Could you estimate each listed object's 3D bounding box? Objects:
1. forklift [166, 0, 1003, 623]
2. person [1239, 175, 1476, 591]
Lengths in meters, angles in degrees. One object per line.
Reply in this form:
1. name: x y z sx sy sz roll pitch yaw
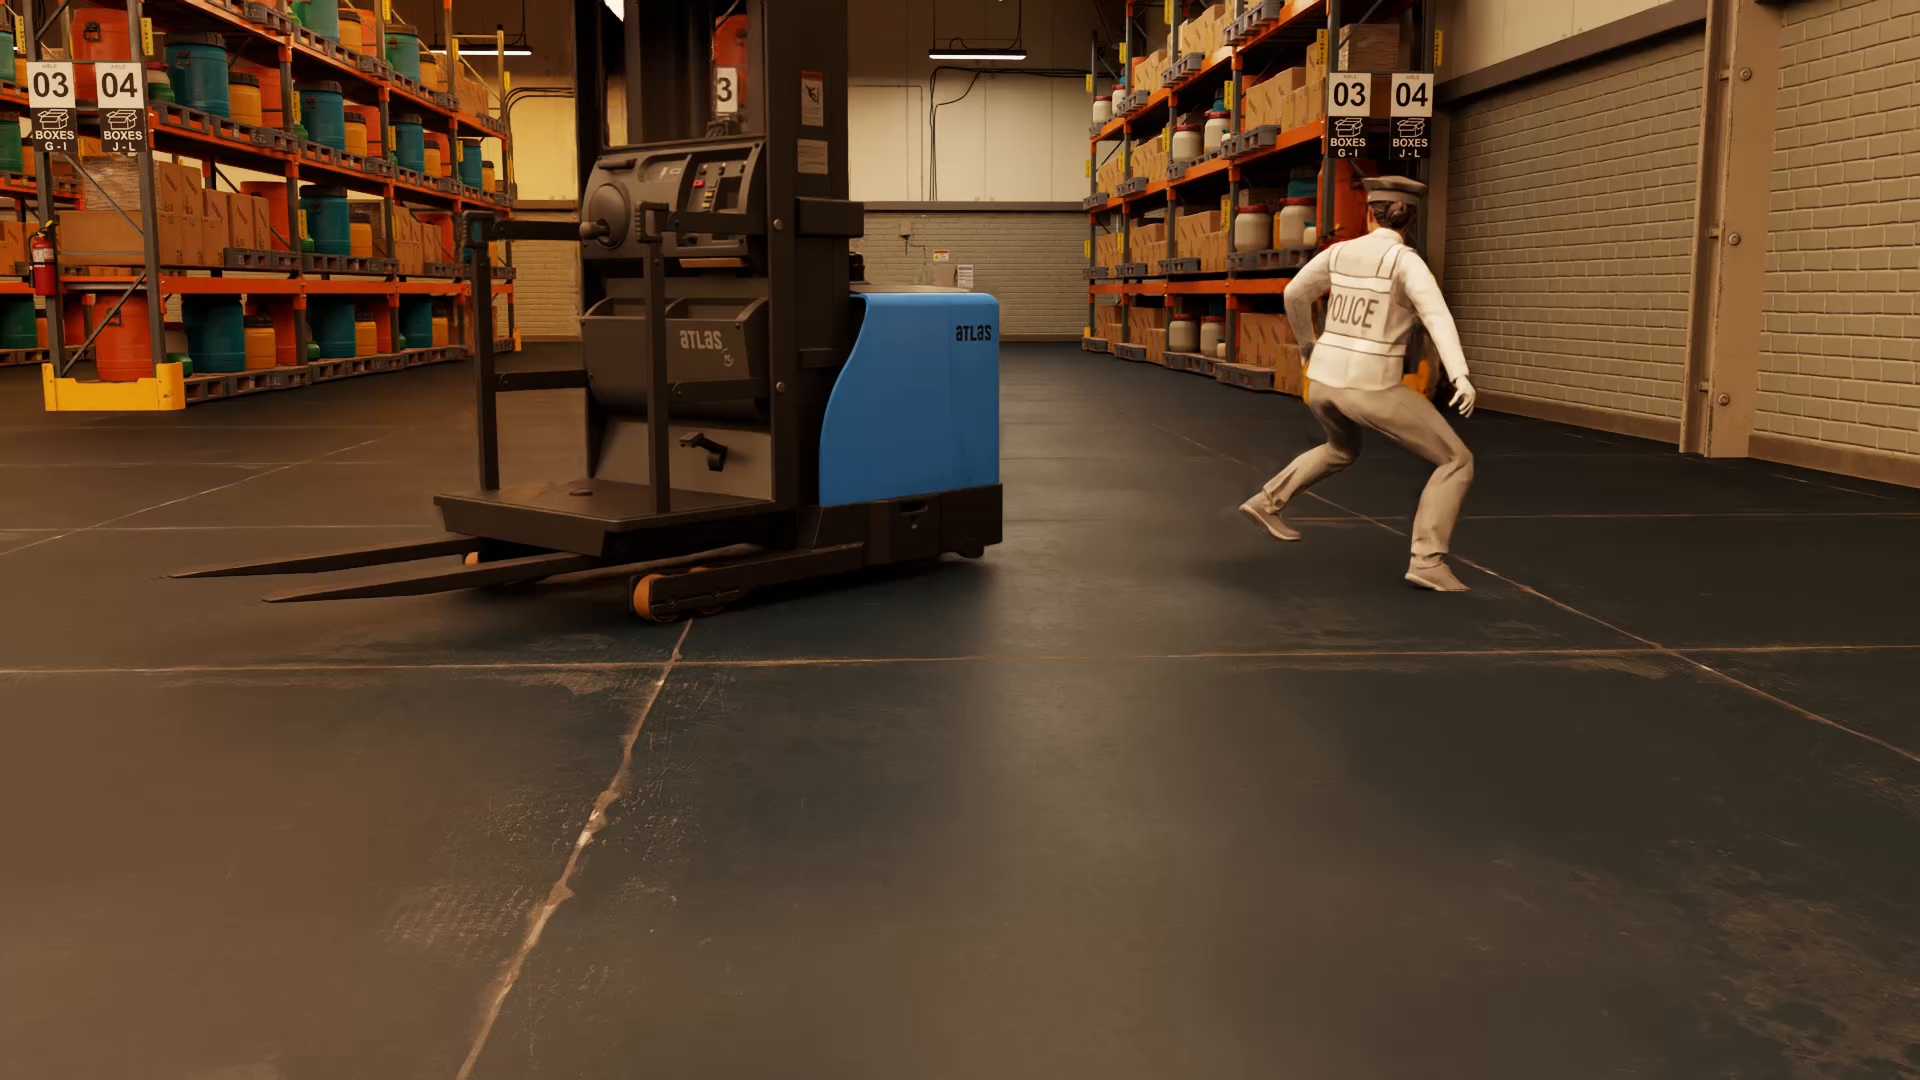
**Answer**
1. forklift: -1.178 -1.259 5.807 1.130 2.935 3.031 7 11 41
2. person: 1.562 -0.569 6.210 0.472 1.562 1.077 -5 10 -28
